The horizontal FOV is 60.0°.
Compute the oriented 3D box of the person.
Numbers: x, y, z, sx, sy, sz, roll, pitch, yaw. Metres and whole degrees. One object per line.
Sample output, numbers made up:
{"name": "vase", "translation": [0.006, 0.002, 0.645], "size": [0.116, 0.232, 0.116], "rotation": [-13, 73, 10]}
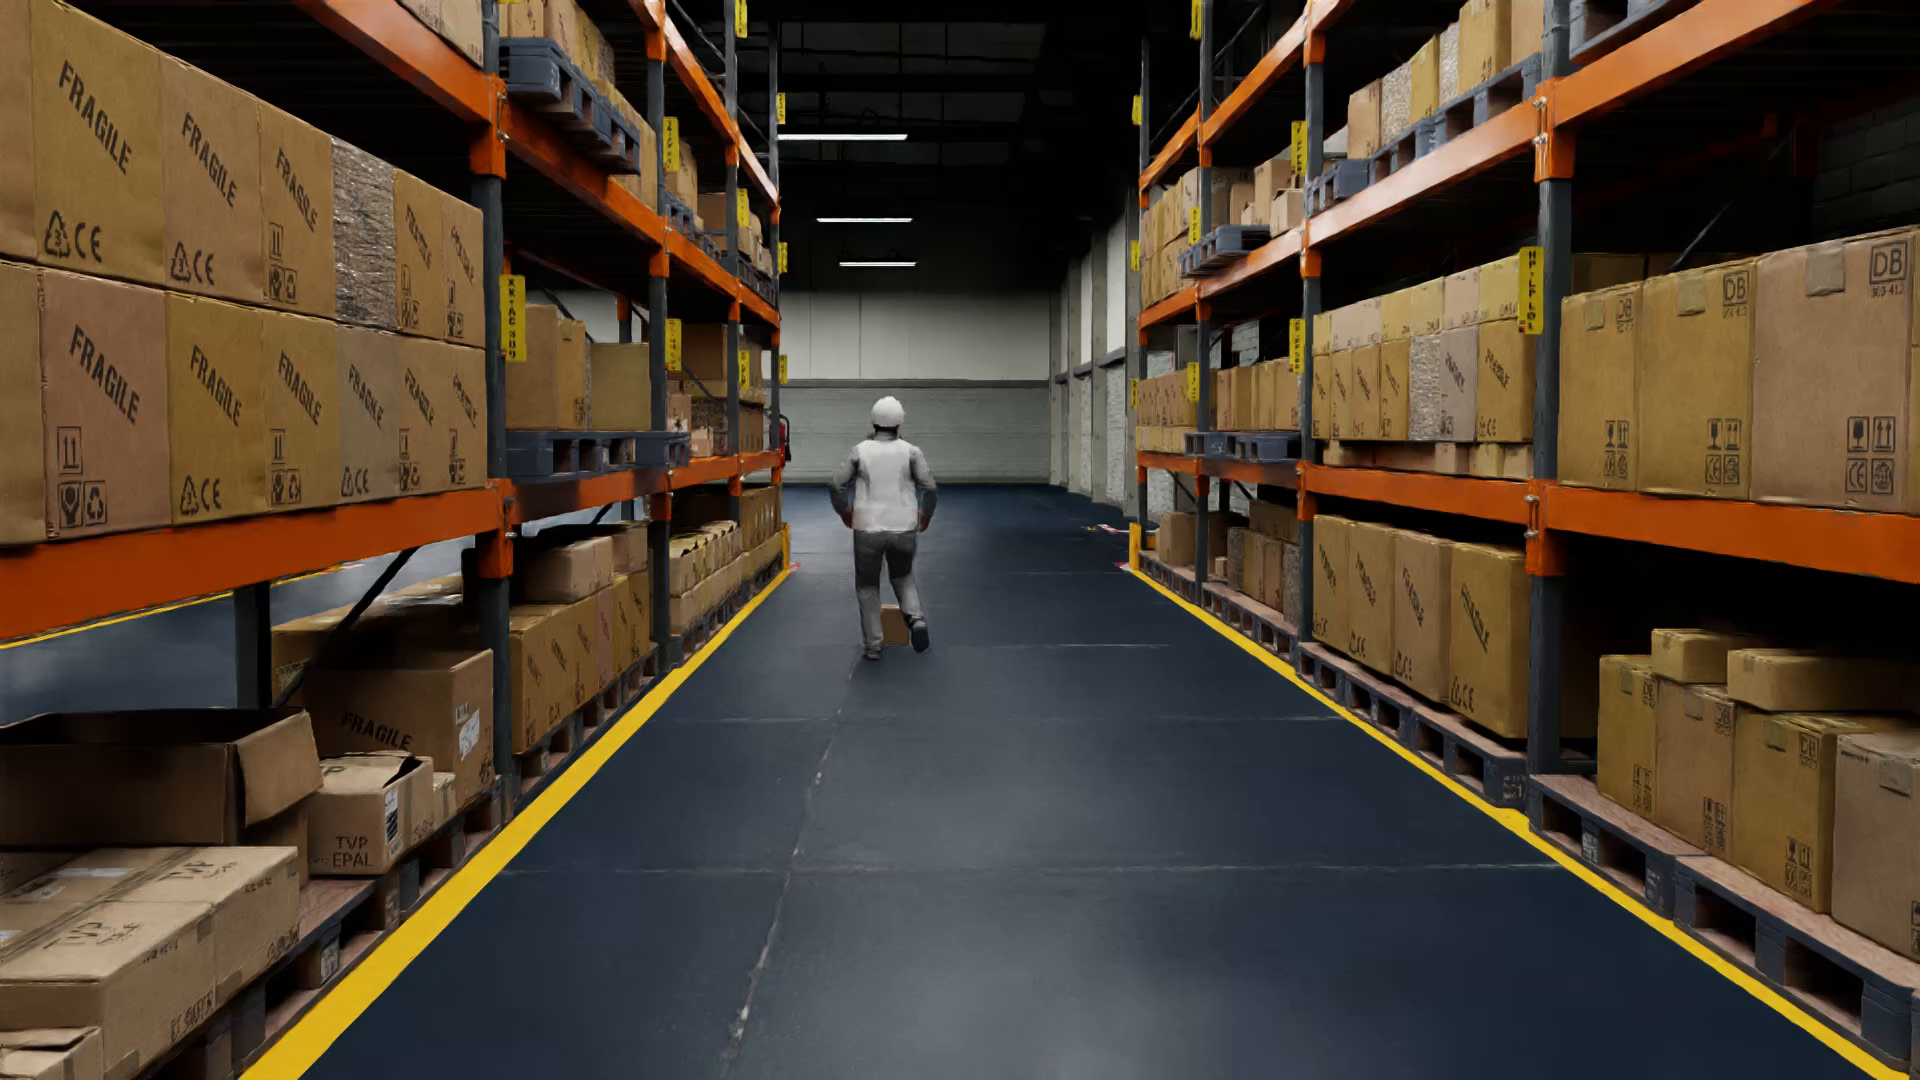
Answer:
{"name": "person", "translation": [-0.529, -0.082, 11.077], "size": [0.702, 1.744, 0.507], "rotation": [-1, 4, -13]}
